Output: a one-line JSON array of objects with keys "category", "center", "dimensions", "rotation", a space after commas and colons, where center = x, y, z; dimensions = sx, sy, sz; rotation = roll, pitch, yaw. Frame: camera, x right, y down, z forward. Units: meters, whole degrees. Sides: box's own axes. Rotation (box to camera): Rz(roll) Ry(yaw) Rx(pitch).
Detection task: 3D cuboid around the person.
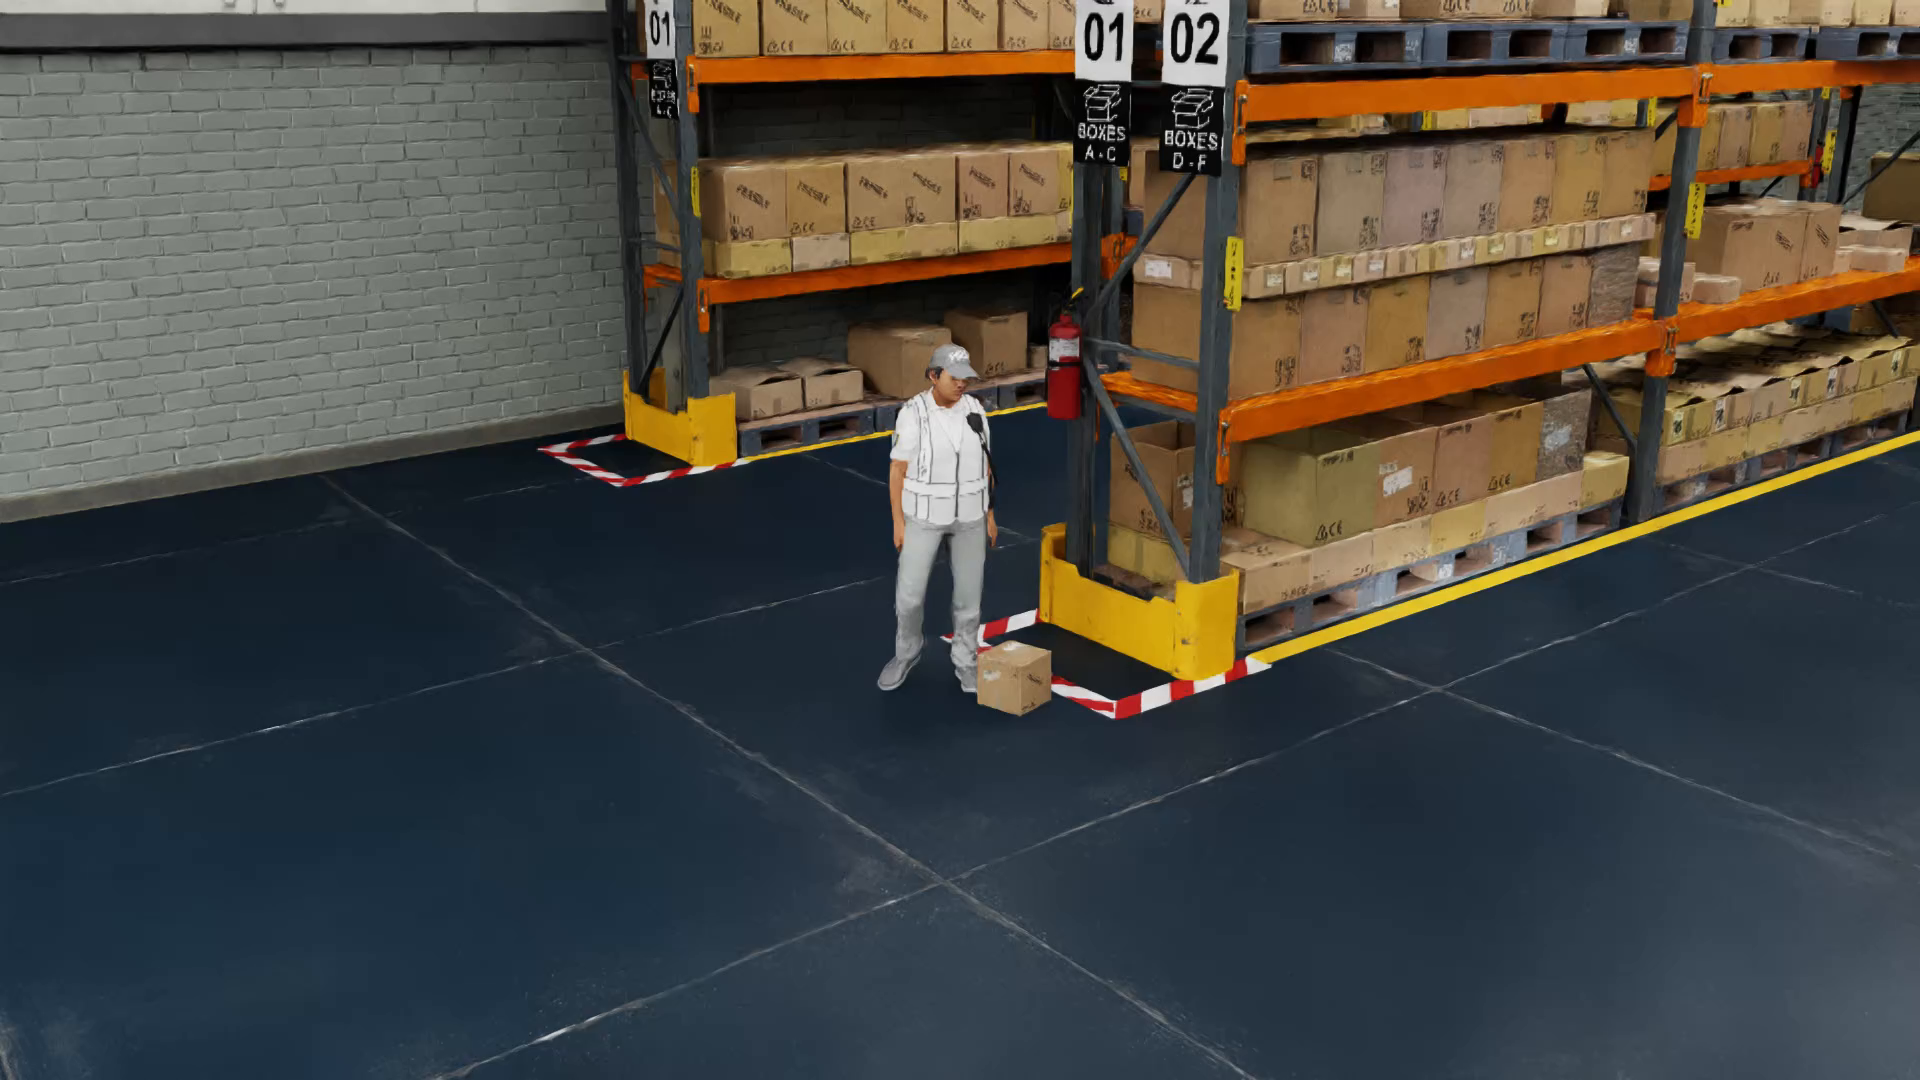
[{"category": "person", "center": [-0.108, -0.095, 7.797], "dimensions": [0.578, 1.662, 0.392], "rotation": [-6, 19, -18]}]
